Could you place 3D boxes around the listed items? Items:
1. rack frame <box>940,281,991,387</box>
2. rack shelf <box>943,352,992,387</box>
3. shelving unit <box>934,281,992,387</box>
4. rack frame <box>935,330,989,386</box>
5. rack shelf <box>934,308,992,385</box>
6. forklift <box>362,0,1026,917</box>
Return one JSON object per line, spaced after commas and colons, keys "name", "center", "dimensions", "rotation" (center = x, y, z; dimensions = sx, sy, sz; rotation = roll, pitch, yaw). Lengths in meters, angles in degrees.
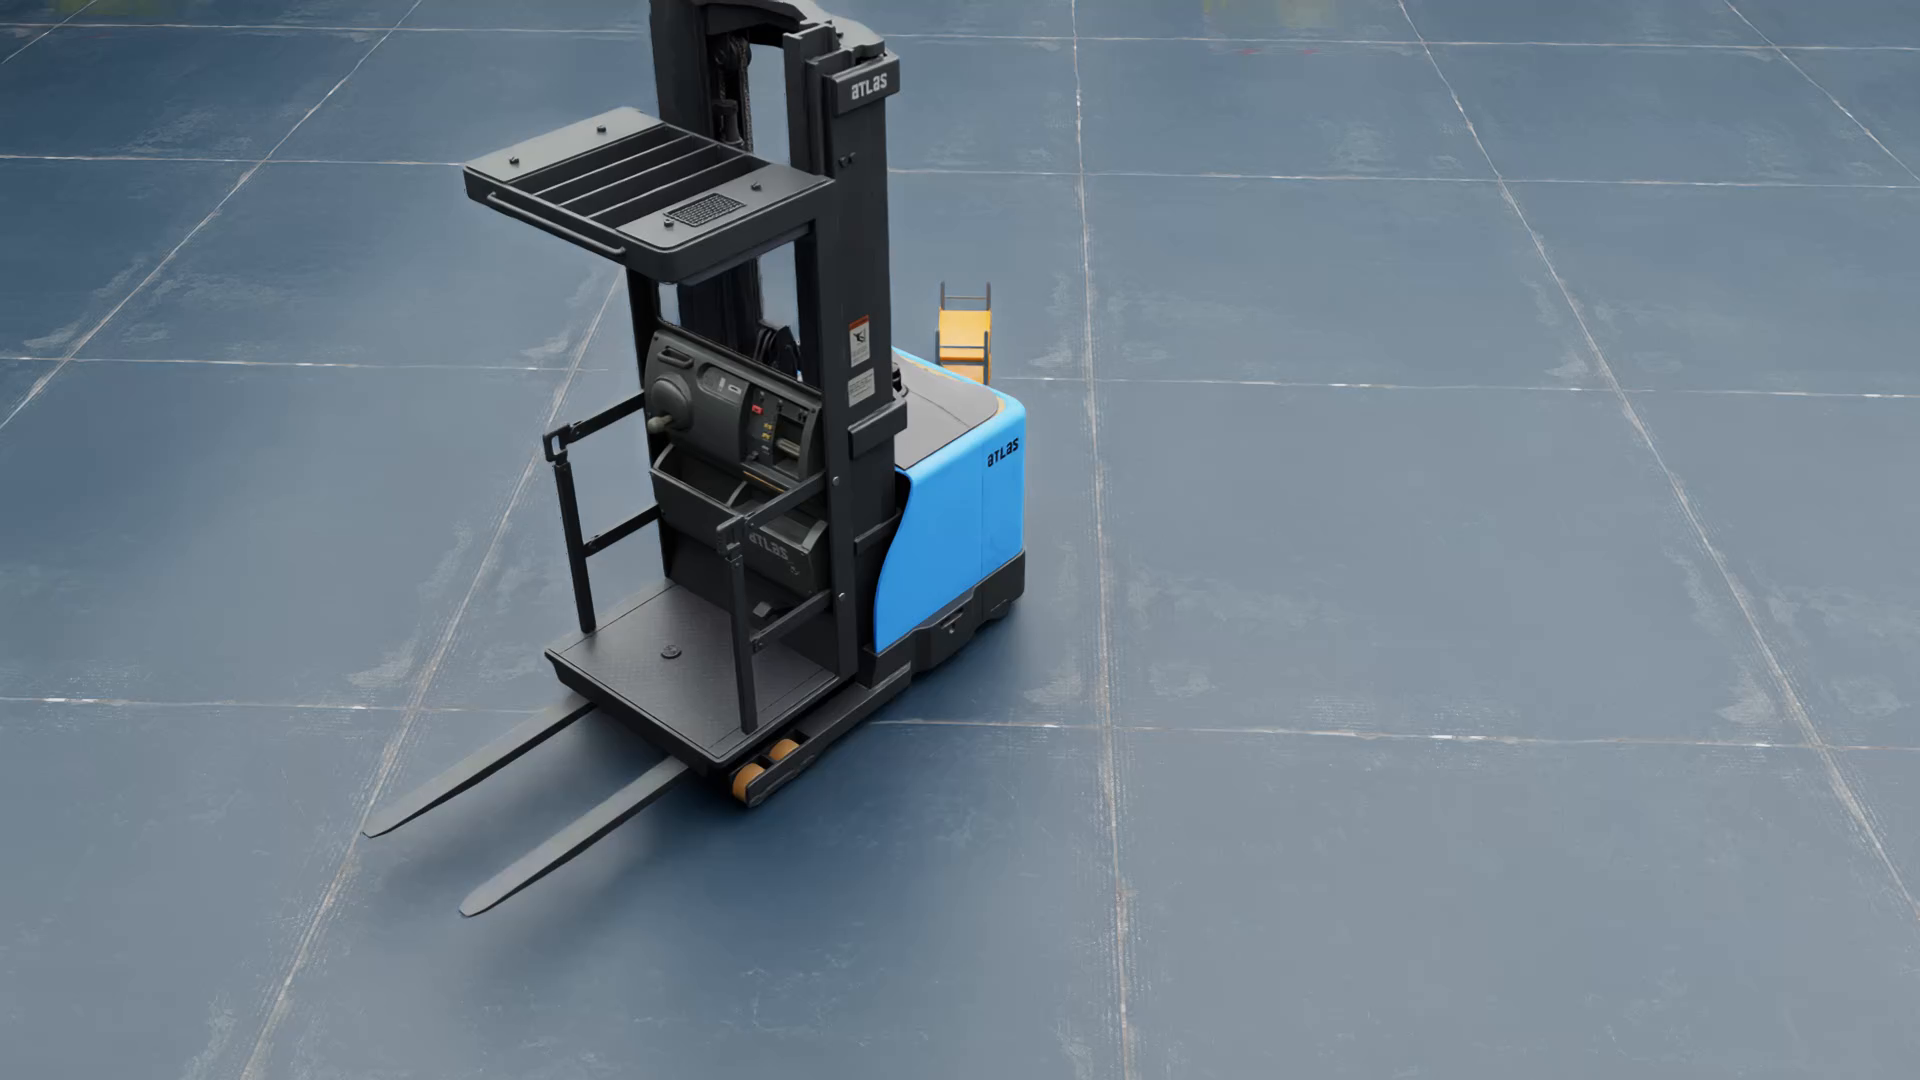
{"name": "rack frame", "center": [0.026, -0.734, 8.251], "dimensions": [0.240, 1.200, 0.015], "rotation": [1, 35, 2]}
{"name": "rack shelf", "center": [0.018, -0.722, 7.962], "dimensions": [0.258, 0.148, 0.480], "rotation": [1, 35, 2]}
{"name": "shelving unit", "center": [0.018, -0.594, 8.052], "dimensions": [0.258, 1.200, 0.503], "rotation": [1, 35, 2]}
{"name": "rack frame", "center": [0.009, -0.454, 7.852], "dimensions": [0.240, 1.200, 0.015], "rotation": [1, 35, 2]}
{"name": "rack shelf", "center": [0.018, -0.915, 7.826], "dimensions": [0.258, 0.148, 0.480], "rotation": [1, 35, 2]}
{"name": "forklift", "center": [-1.034, -0.455, 6.349], "dimensions": [1.130, 2.935, 3.031], "rotation": [26, 43, 32]}
